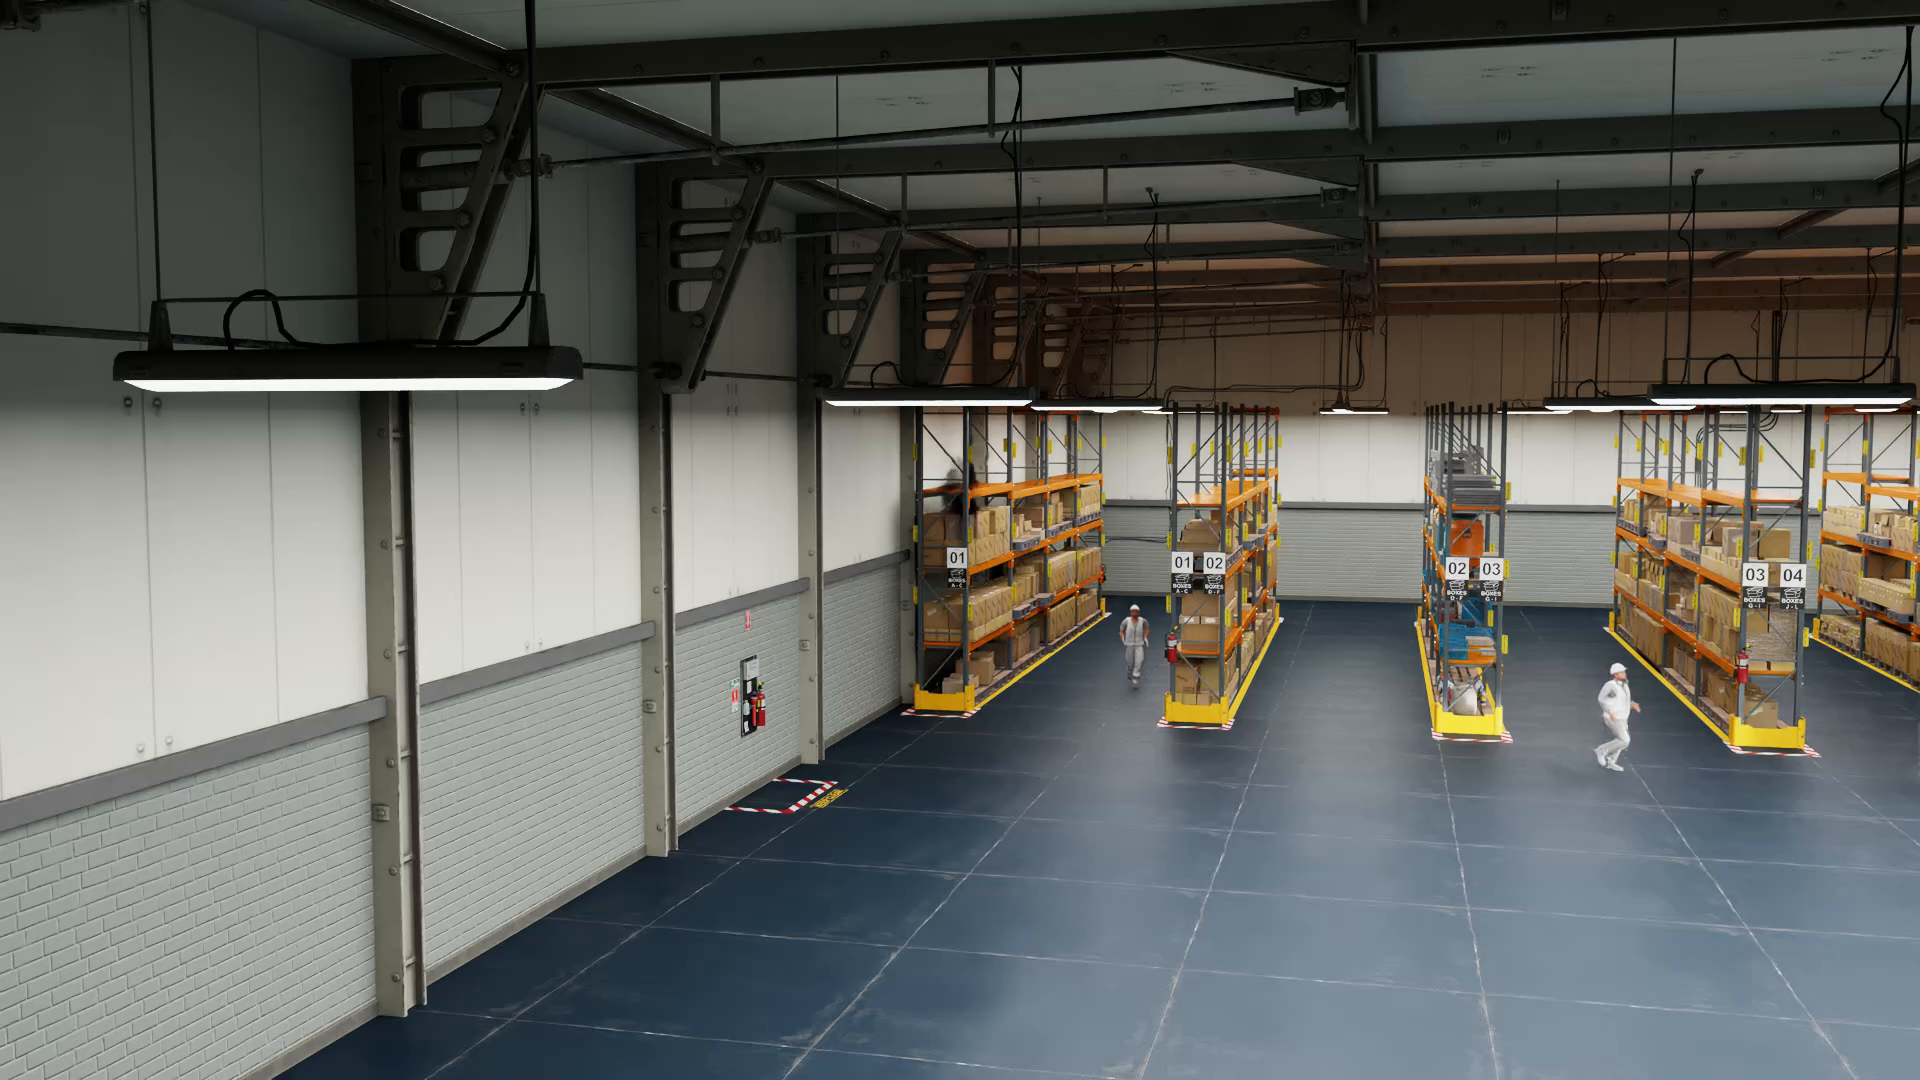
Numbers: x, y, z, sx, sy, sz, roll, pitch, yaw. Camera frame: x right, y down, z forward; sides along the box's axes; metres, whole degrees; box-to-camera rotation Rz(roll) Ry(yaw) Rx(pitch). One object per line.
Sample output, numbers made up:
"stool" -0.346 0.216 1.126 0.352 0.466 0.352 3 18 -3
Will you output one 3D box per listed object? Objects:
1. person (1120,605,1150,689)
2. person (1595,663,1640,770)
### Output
"person" 3.704 2.239 35.271 0.643 1.758 0.873 0 4 2
"person" 10.687 2.867 26.965 0.650 1.742 0.604 -4 6 -42
